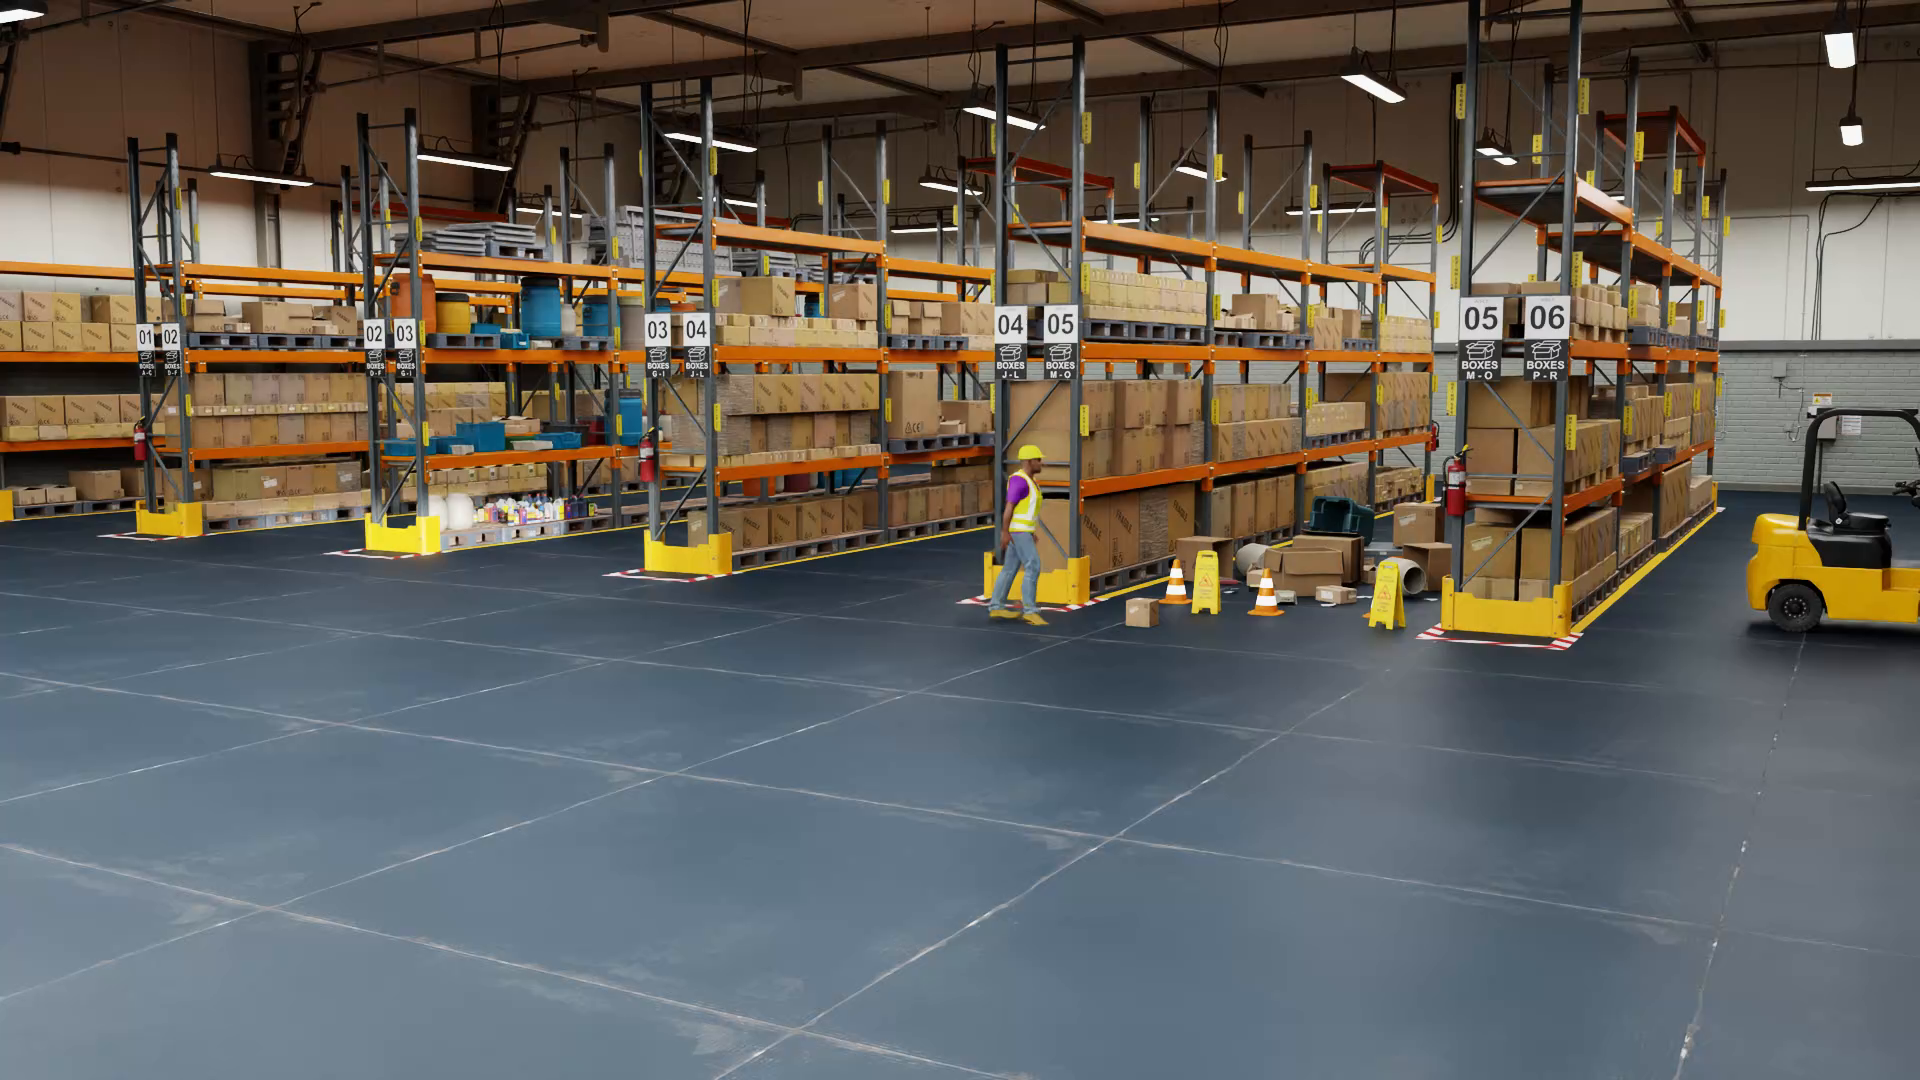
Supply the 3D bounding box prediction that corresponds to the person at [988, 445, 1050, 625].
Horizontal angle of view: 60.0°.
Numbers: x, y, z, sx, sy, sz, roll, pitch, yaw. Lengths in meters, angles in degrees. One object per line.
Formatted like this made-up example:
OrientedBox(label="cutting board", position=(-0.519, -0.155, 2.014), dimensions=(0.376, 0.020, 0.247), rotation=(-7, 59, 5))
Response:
OrientedBox(label="person", position=(0.598, -0.048, 16.618), dimensions=(0.641, 1.795, 0.606), rotation=(1, 6, 8))
